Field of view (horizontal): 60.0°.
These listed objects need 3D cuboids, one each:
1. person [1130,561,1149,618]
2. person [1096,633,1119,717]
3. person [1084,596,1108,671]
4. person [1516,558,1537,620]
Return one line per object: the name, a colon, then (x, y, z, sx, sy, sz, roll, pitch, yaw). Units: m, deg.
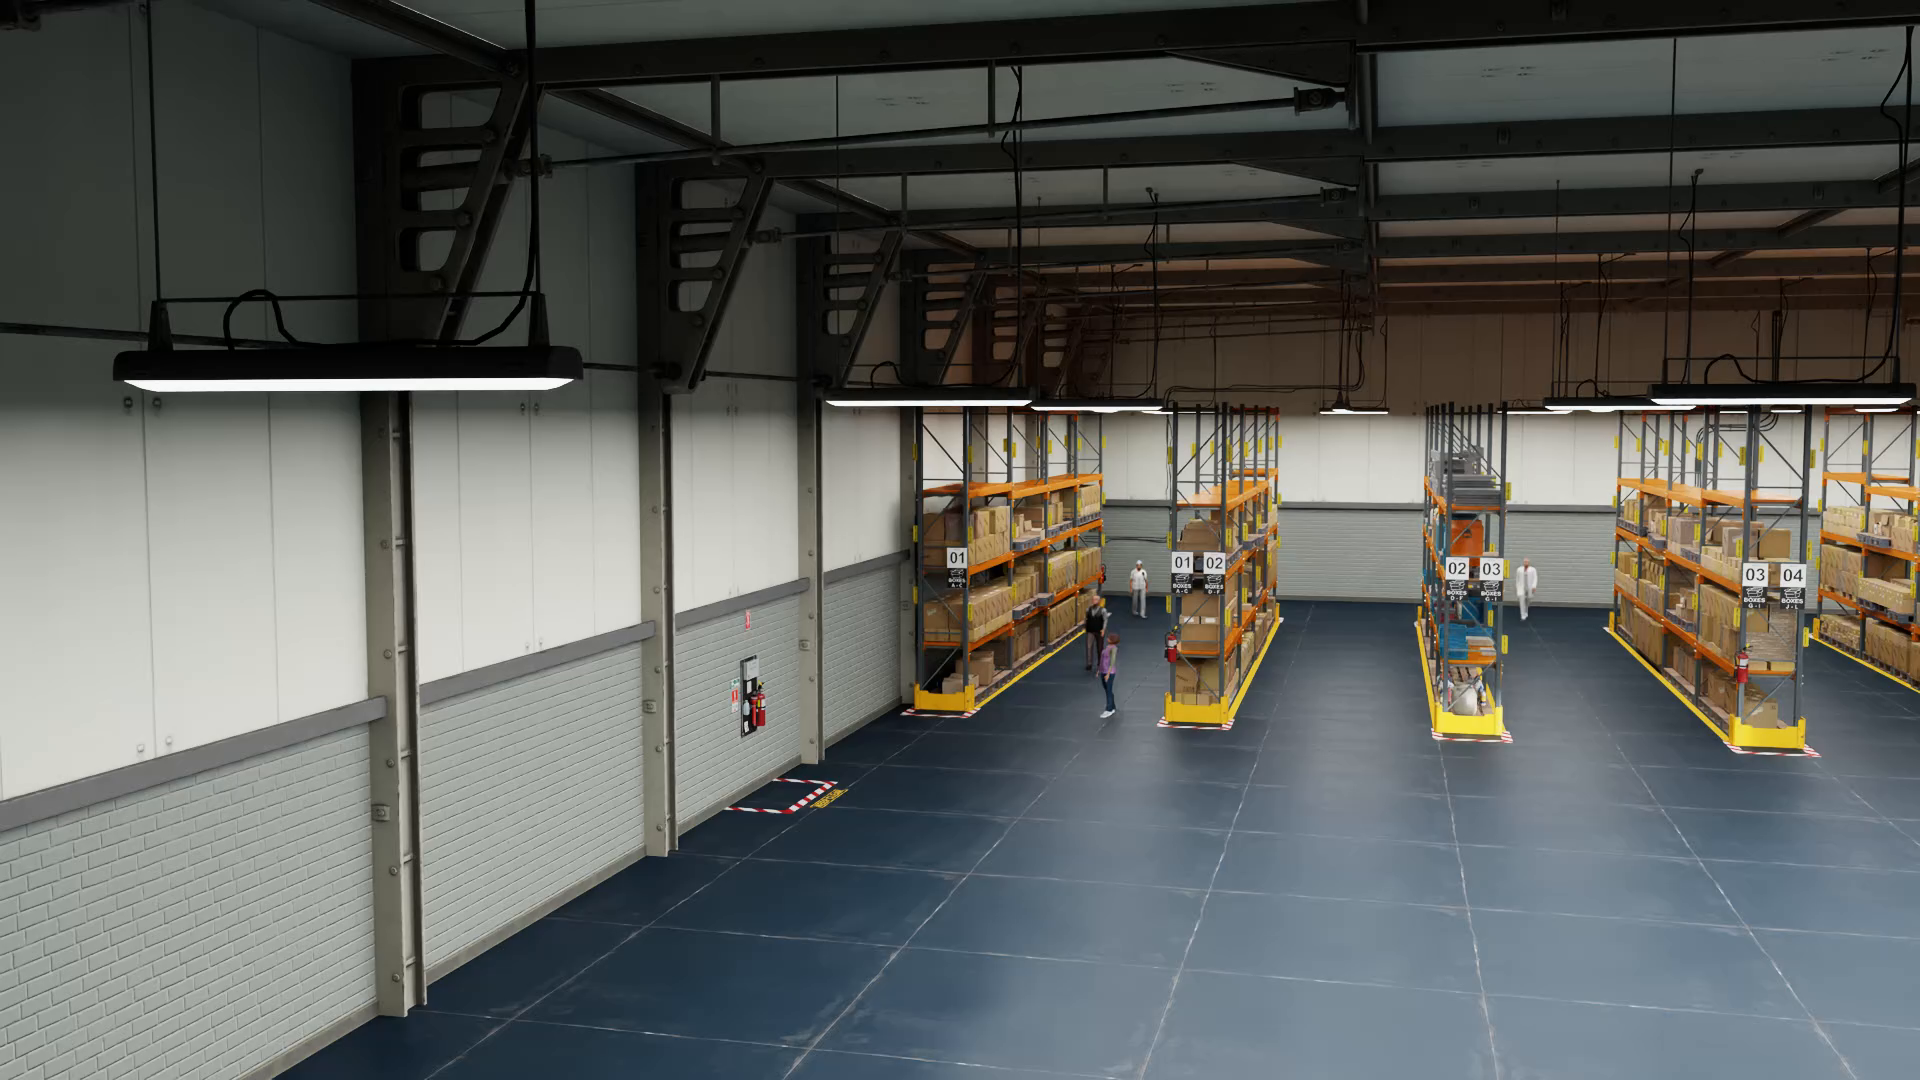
person: (5.129, 1.400, 47.553, 0.549, 1.615, 0.816, 0, 4, -1)
person: (2.833, 2.583, 31.941, 0.482, 1.595, 0.436, -3, 5, -31)
person: (3.072, 2.099, 37.617, 0.558, 1.669, 1.045, 1, 4, 12)
person: (15.976, 1.372, 46.838, 0.535, 1.719, 1.120, 1, 4, 10)
